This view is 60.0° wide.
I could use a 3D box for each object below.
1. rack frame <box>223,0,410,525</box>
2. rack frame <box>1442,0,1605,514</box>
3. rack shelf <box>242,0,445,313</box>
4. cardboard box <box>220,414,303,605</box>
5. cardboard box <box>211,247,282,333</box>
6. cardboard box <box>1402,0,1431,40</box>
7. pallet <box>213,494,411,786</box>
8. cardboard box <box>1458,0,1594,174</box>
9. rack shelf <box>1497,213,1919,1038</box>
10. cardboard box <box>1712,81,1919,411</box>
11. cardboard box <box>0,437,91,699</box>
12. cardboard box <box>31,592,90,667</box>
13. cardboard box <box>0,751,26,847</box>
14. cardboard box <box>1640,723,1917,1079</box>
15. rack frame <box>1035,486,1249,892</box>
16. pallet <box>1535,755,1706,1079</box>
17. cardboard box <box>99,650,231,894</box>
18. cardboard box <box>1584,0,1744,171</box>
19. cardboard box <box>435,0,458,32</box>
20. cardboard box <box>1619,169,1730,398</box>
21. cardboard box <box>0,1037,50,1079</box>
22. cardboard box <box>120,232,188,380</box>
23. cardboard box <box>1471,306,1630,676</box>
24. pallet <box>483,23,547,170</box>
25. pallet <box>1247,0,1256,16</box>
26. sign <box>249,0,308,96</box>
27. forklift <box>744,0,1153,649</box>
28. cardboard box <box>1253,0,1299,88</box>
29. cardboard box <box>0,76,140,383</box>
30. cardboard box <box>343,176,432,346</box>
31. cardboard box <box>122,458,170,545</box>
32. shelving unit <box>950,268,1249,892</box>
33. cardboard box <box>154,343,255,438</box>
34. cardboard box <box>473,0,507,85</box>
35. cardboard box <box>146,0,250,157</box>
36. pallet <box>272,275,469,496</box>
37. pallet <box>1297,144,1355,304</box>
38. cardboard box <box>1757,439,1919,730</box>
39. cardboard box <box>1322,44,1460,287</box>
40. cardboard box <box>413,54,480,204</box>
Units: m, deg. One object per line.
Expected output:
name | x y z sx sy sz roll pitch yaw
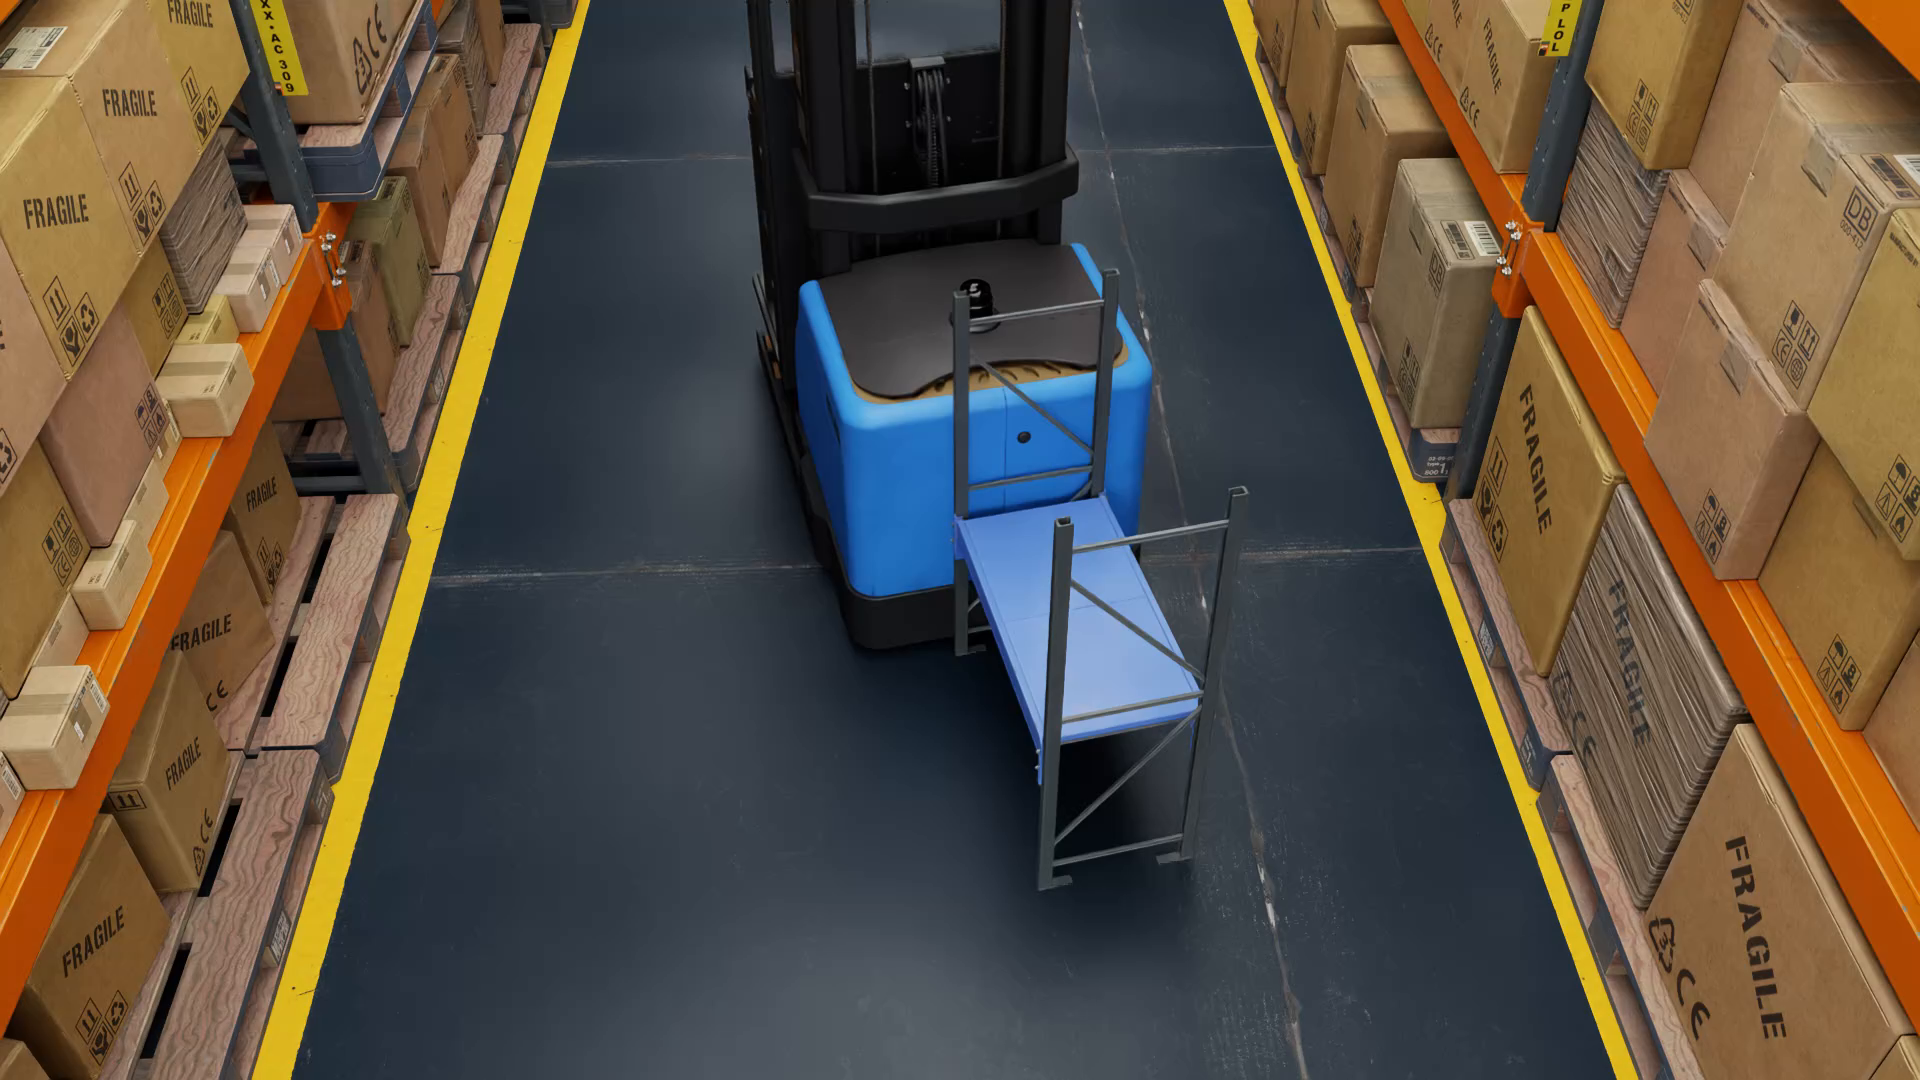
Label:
rack frame | -2.601 -1.153 5.288 1.000 3.000 0.127 -2 43 -2
rack frame | 2.359 -1.227 5.368 1.000 3.000 0.127 -2 43 -2
rack shelf | -2.686 -2.238 7.004 1.077 0.370 4.000 -2 43 -2
cardboard box | -2.624 -0.115 5.694 0.500 0.500 0.500 -3 43 -3
cardboard box | -2.297 -0.754 5.039 0.380 0.149 0.250 -2 43 -2
cardboard box | 2.027 -2.290 6.455 0.500 0.500 0.500 -1 43 -1
pallet | -2.537 0.328 5.736 1.003 0.211 1.213 -2 43 -2
cardboard box | 2.070 -1.608 5.711 0.500 0.500 0.500 -2 43 -2
rack shelf | 2.444 0.389 4.138 1.077 0.370 4.000 -2 43 -2
cardboard box | 2.365 -0.694 3.877 0.875 0.550 0.550 -2 43 -2
cardboard box | -2.556 0.018 3.716 0.875 0.500 0.500 -2 43 -2
cardboard box | -2.315 0.261 3.932 0.380 0.149 0.250 -2 43 -2
cardboard box | -2.265 0.597 3.564 0.380 0.149 0.250 -2 43 -2
cardboard box | 2.395 1.052 4.144 0.875 0.875 0.875 -2 43 -2
rack frame | 0.477 0.469 4.629 0.500 1.500 0.032 -10 43 -11
pallet | 2.368 1.143 4.847 1.003 0.211 1.213 -2 43 -2
cardboard box | -2.487 0.689 4.818 0.500 0.500 0.500 -5 43 -6
cardboard box | 2.340 -1.430 4.680 0.875 0.550 0.550 -2 43 -2
cardboard box | -2.680 -2.561 7.793 0.500 0.250 0.500 3 43 3
cardboard box | 2.433 -0.663 4.642 0.875 0.550 0.550 -2 43 -2
cardboard box | -2.500 1.490 3.944 0.500 0.500 0.500 9 43 9
cardboard box | -2.657 -0.655 4.450 0.875 0.500 0.500 -2 43 -2
cardboard box | 2.316 -0.172 5.479 0.875 0.875 0.875 -1 43 -1
pallet | -2.739 -2.297 8.600 1.003 0.211 1.213 -2 43 -2
pallet | 2.157 -3.427 9.832 1.003 0.211 1.213 -2 43 -2
sign | -2.059 -1.492 5.018 0.100 0.325 0.005 -2 43 -2
forklift | -0.227 -1.714 5.951 1.130 2.935 3.031 -10 43 -11
cardboard box | 2.125 -2.839 8.481 1.050 0.750 0.750 -2 43 -2
cardboard box | -2.264 -0.697 3.756 0.500 0.500 0.500 -2 43 -2
cardboard box | -2.607 -1.131 6.788 0.700 0.500 0.500 -2 43 -2
cardboard box | -2.294 -0.078 4.301 0.380 0.149 0.250 -2 43 -2
shelving unit | 0.351 0.136 4.992 0.538 1.500 1.048 -10 43 -11
cardboard box | -2.224 -0.418 4.672 0.380 0.149 0.250 -2 43 -2
cardboard box | -2.722 -2.642 8.437 0.700 0.500 0.500 -4 43 -4
cardboard box | -2.307 -1.372 4.493 0.500 0.500 0.500 -2 43 -2
pallet | -2.635 -0.650 6.803 1.003 0.211 1.213 -2 43 -2
pallet | 2.196 -1.543 7.777 1.003 0.211 1.213 -2 43 -2
cardboard box | 2.461 0.060 3.853 0.875 0.550 0.500 -2 43 -2
cardboard box | 2.206 -1.620 7.152 1.050 0.750 0.750 -2 43 -2
cardboard box | -2.655 -1.885 7.611 0.700 0.500 0.500 2 43 2
